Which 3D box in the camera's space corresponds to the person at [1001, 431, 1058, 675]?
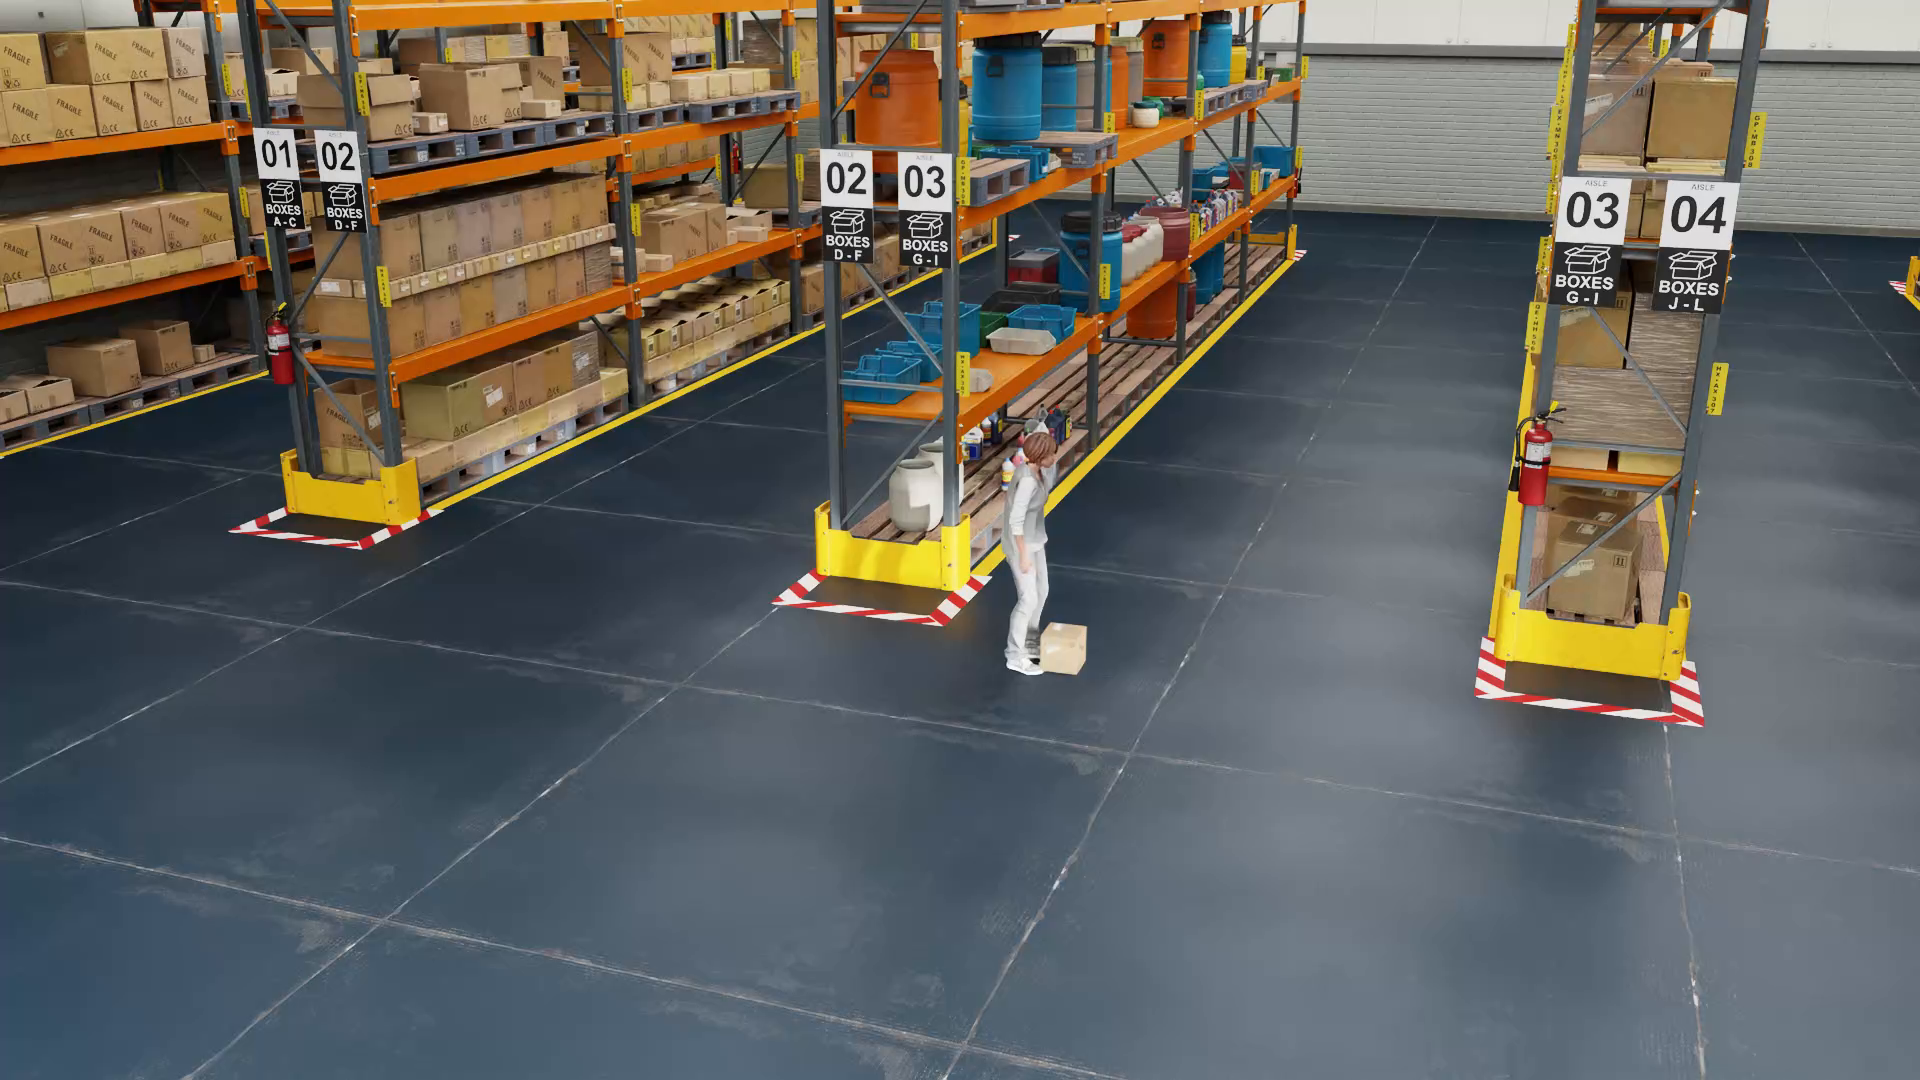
[{"bbox_3d":[0.464,0.065,10.896,0.377,1.590,0.473,5,20,15],"label":"person"}]
